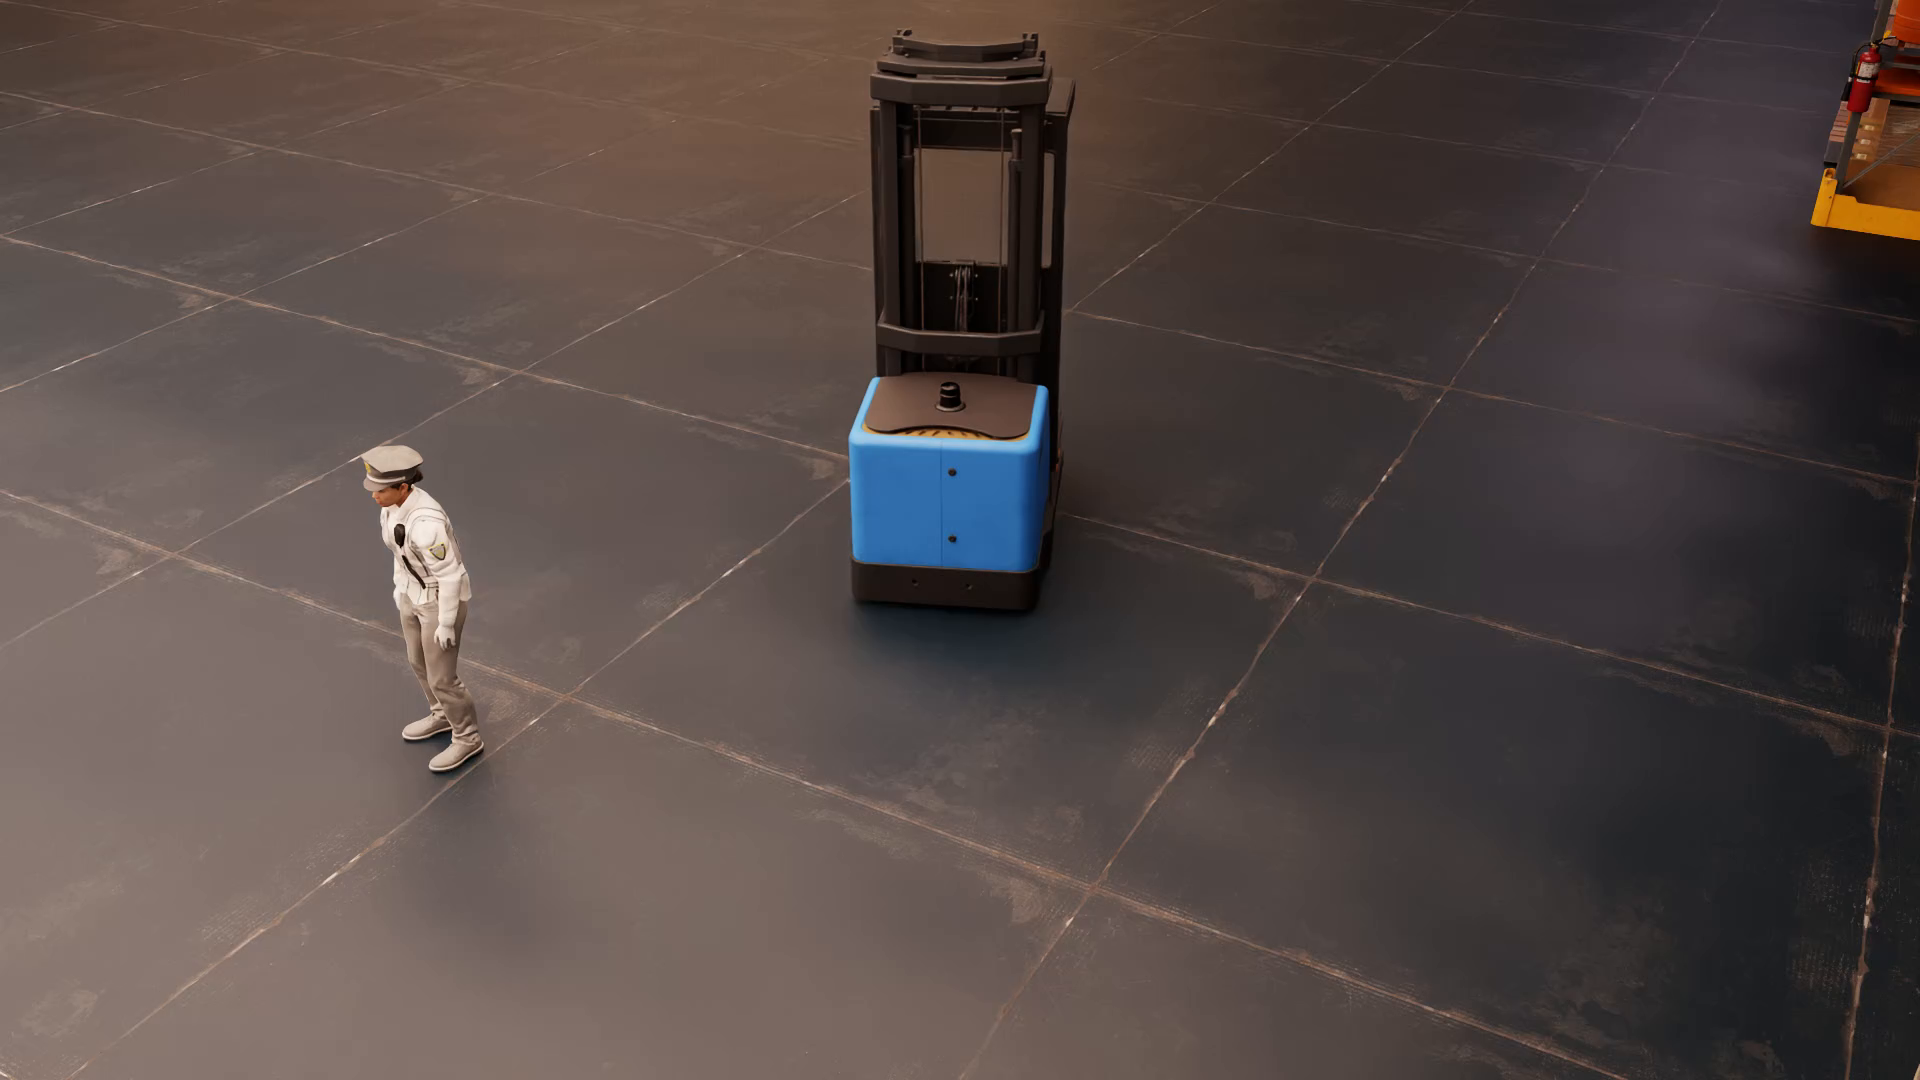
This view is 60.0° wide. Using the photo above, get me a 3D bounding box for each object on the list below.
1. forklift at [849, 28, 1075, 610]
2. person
[{"bbox_3d":[0.078,-1.596,9.837,1.130,2.935,3.031,3,30,6],"label":"forklift"},{"bbox_3d":[-2.503,0.304,7.816,0.374,1.662,0.540,-23,37,-35],"label":"person"}]
